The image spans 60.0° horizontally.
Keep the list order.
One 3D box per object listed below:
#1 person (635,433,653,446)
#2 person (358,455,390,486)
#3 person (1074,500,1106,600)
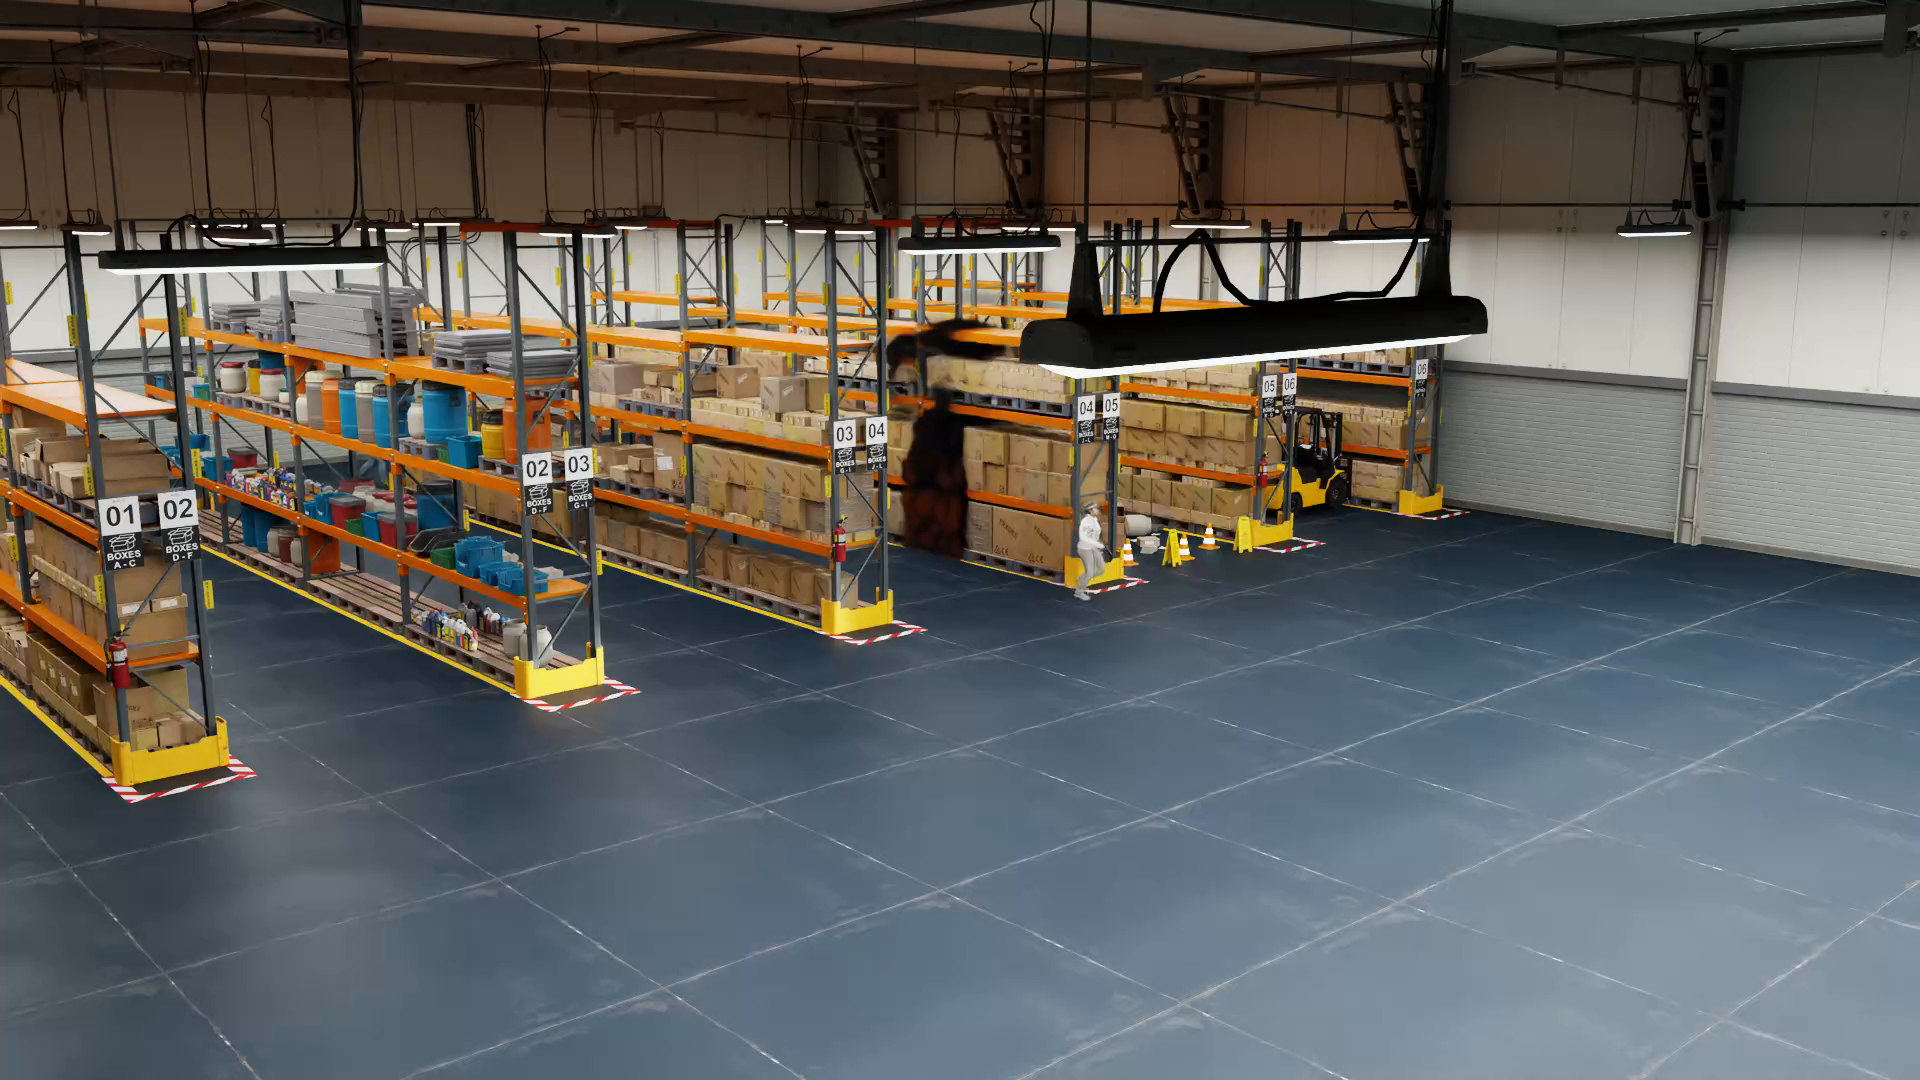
[{"bbox_3d":[-7.887,-2.784,41.531,0.670,1.663,0.640,5,12,23],"label":"person"},{"bbox_3d":[-13.332,-2.092,37.742,0.907,1.792,0.674,-5,12,-23],"label":"person"},{"bbox_3d":[2.140,0.154,27.002,0.545,1.654,0.639,6,13,26],"label":"person"}]
